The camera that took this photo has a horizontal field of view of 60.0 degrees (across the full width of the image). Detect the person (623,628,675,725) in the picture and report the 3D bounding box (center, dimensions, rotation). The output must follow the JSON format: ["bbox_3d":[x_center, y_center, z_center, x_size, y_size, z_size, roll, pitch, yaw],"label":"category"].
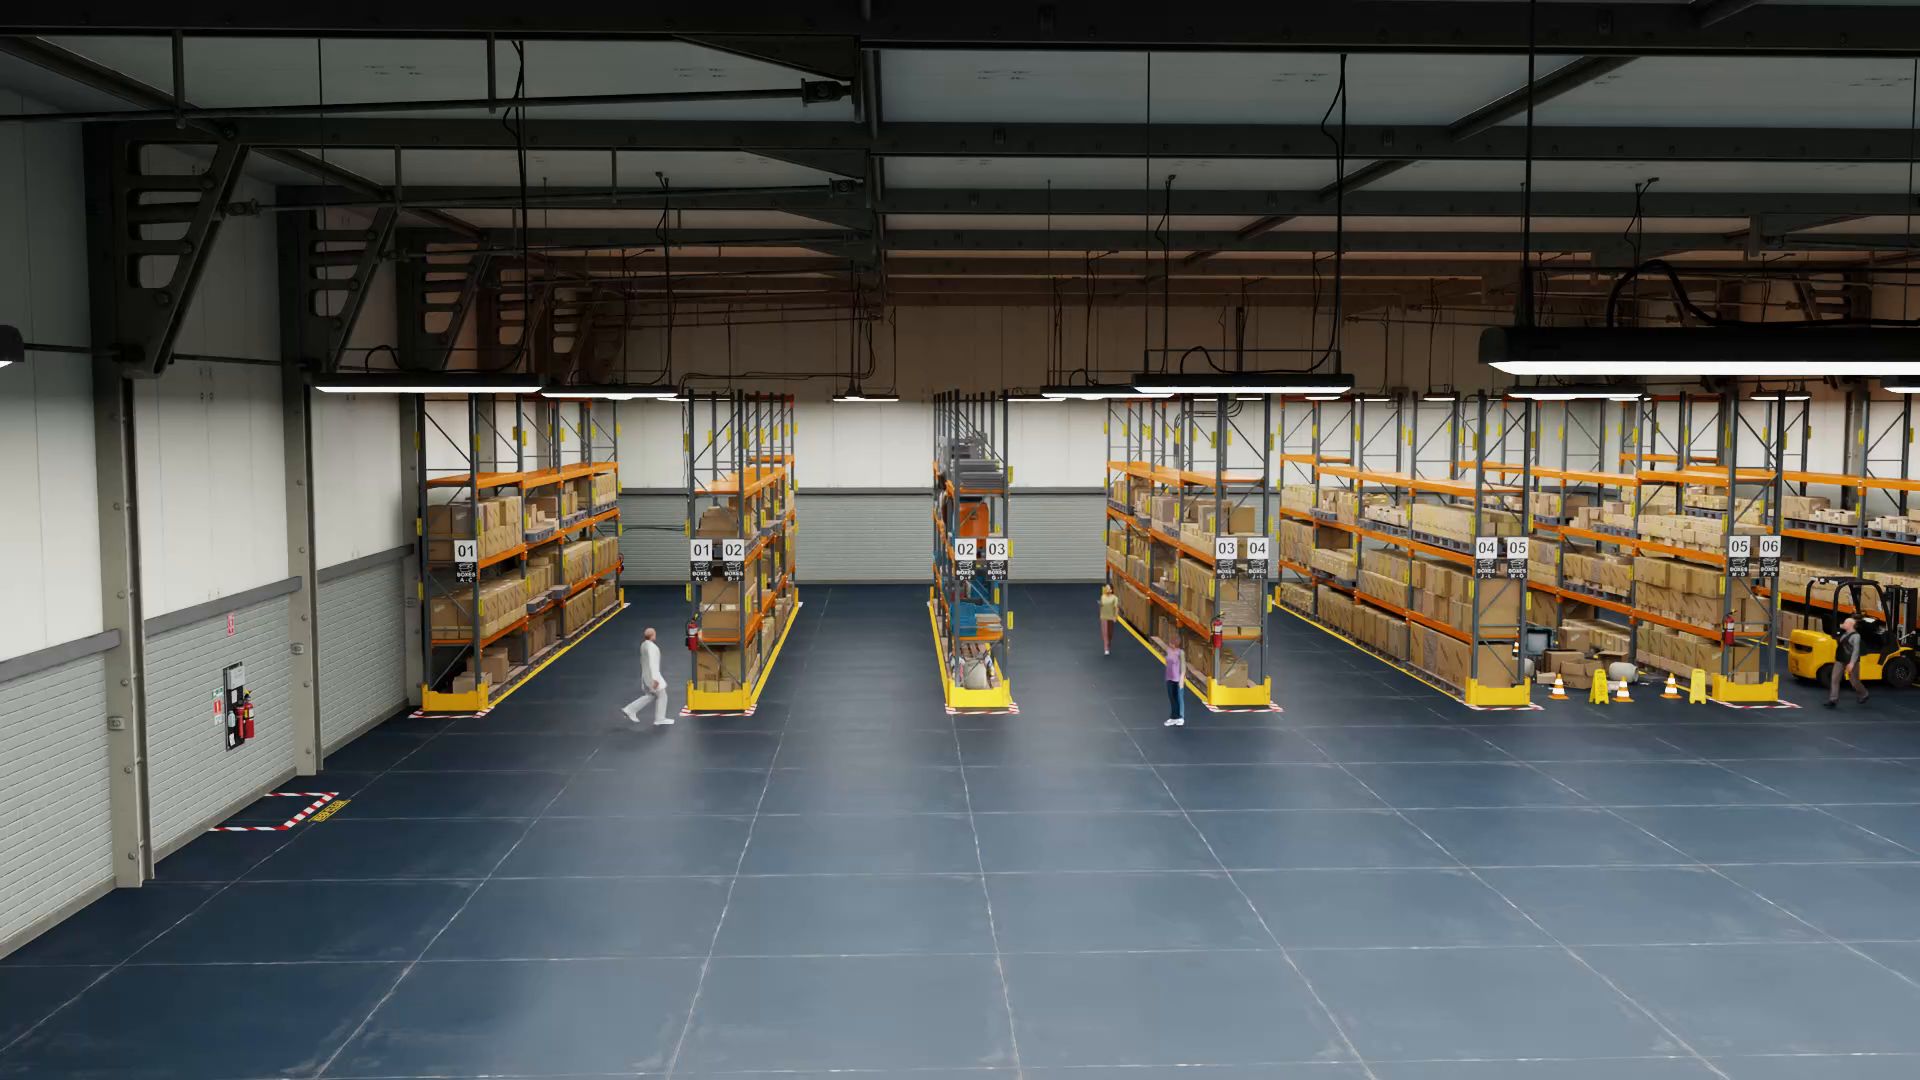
[{"bbox_3d":[-5.541,2.434,29.559,0.891,1.741,0.651,-2,5,-21],"label":"person"}]

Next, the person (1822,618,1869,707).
[{"bbox_3d":[16.798,2.316,31.414,0.979,1.689,0.508,-3,5,-28],"label":"person"}]

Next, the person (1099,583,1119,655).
[{"bbox_3d":[3.413,1.800,38.035,0.430,1.610,1.039,0,5,-5],"label":"person"}]

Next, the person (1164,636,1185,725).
[{"bbox_3d":[3.851,2.511,29.669,0.357,1.621,0.481,-4,6,-43],"label":"person"}]
